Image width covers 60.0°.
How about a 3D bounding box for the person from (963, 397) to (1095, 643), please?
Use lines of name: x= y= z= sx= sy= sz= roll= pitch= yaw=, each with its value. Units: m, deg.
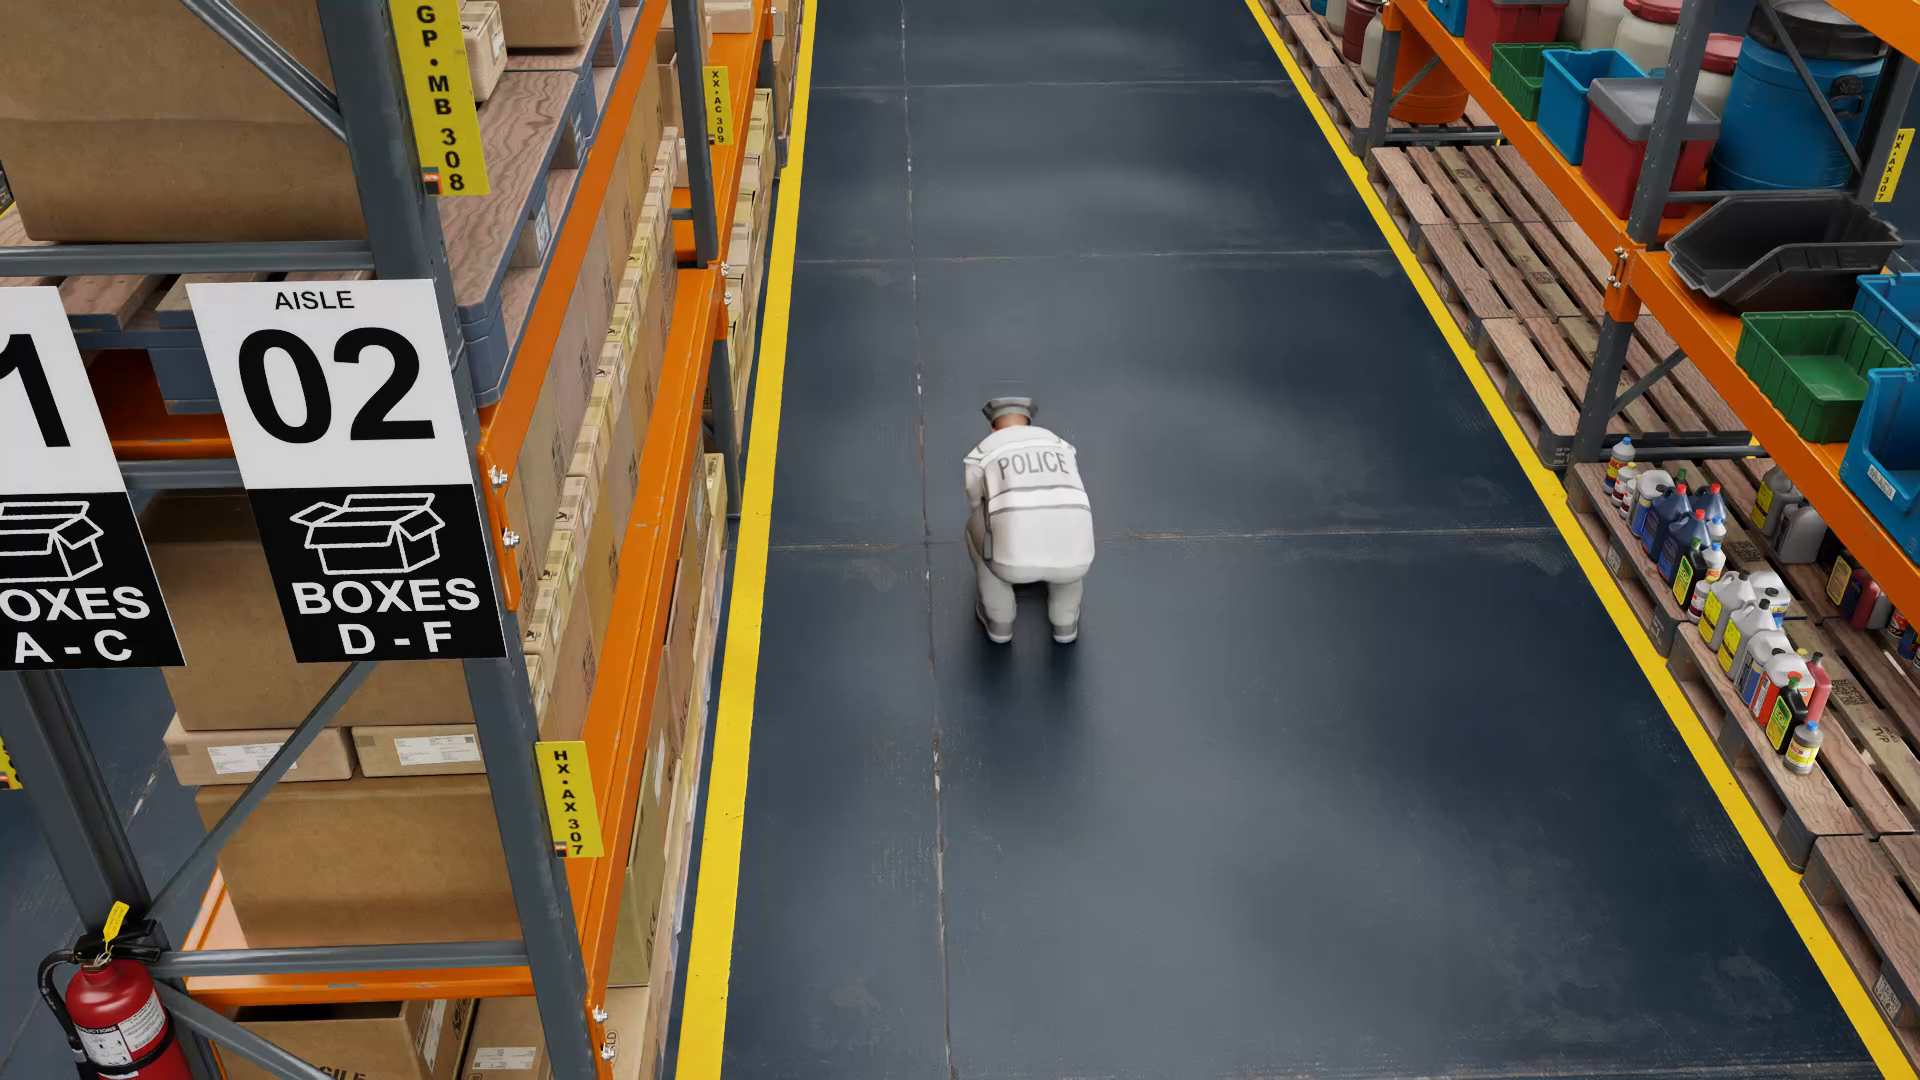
person: x=0.285 y=-0.067 z=7.084 sx=0.527 sy=0.818 sz=1.019 roll=-2 pitch=35 yaw=-3
